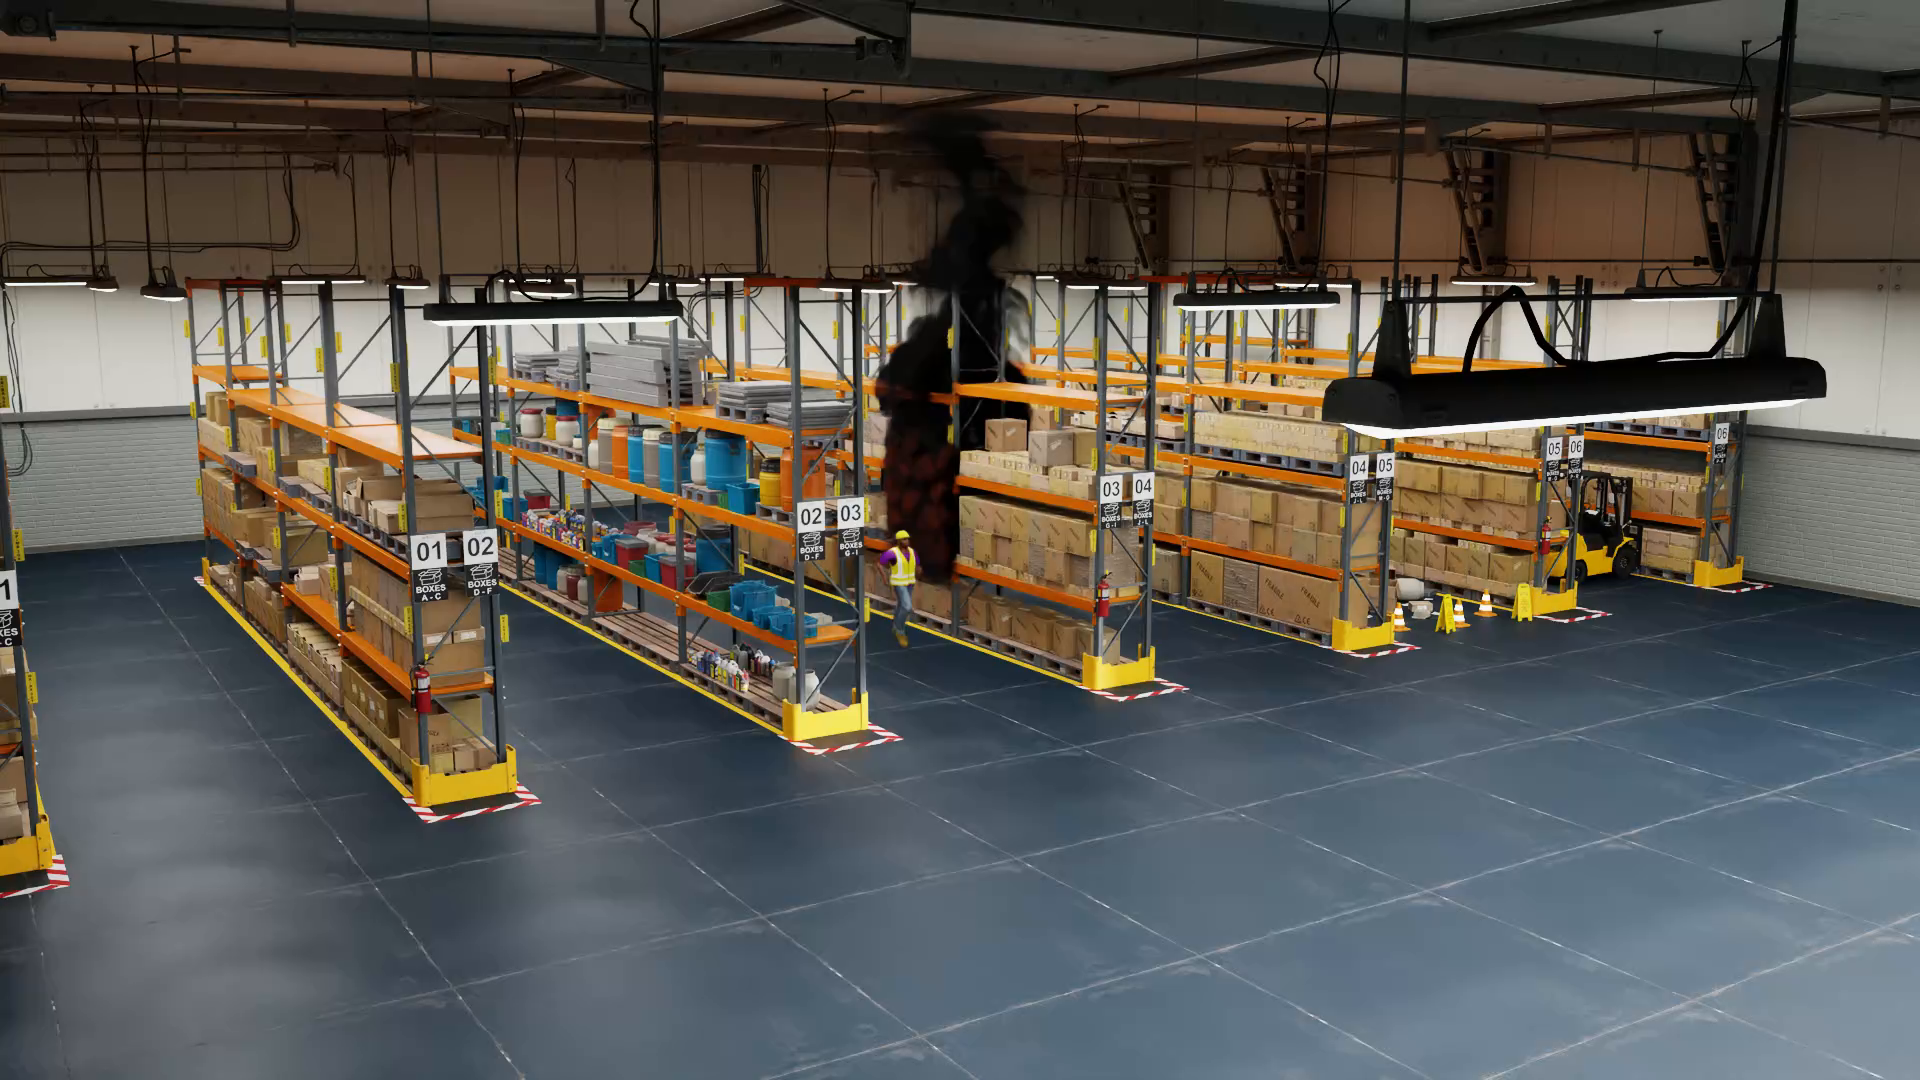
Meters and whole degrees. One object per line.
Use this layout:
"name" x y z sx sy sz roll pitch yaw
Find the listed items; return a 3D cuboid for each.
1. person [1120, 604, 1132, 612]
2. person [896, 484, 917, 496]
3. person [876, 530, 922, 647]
"person" 2.664 0.311 29.182 0.729 1.842 0.930 -7 12 -36
"person" -1.341 -1.634 42.649 0.742 1.608 0.569 -8 13 -41
"person" -0.890 0.770 26.529 0.670 1.857 0.712 -9 13 -44
